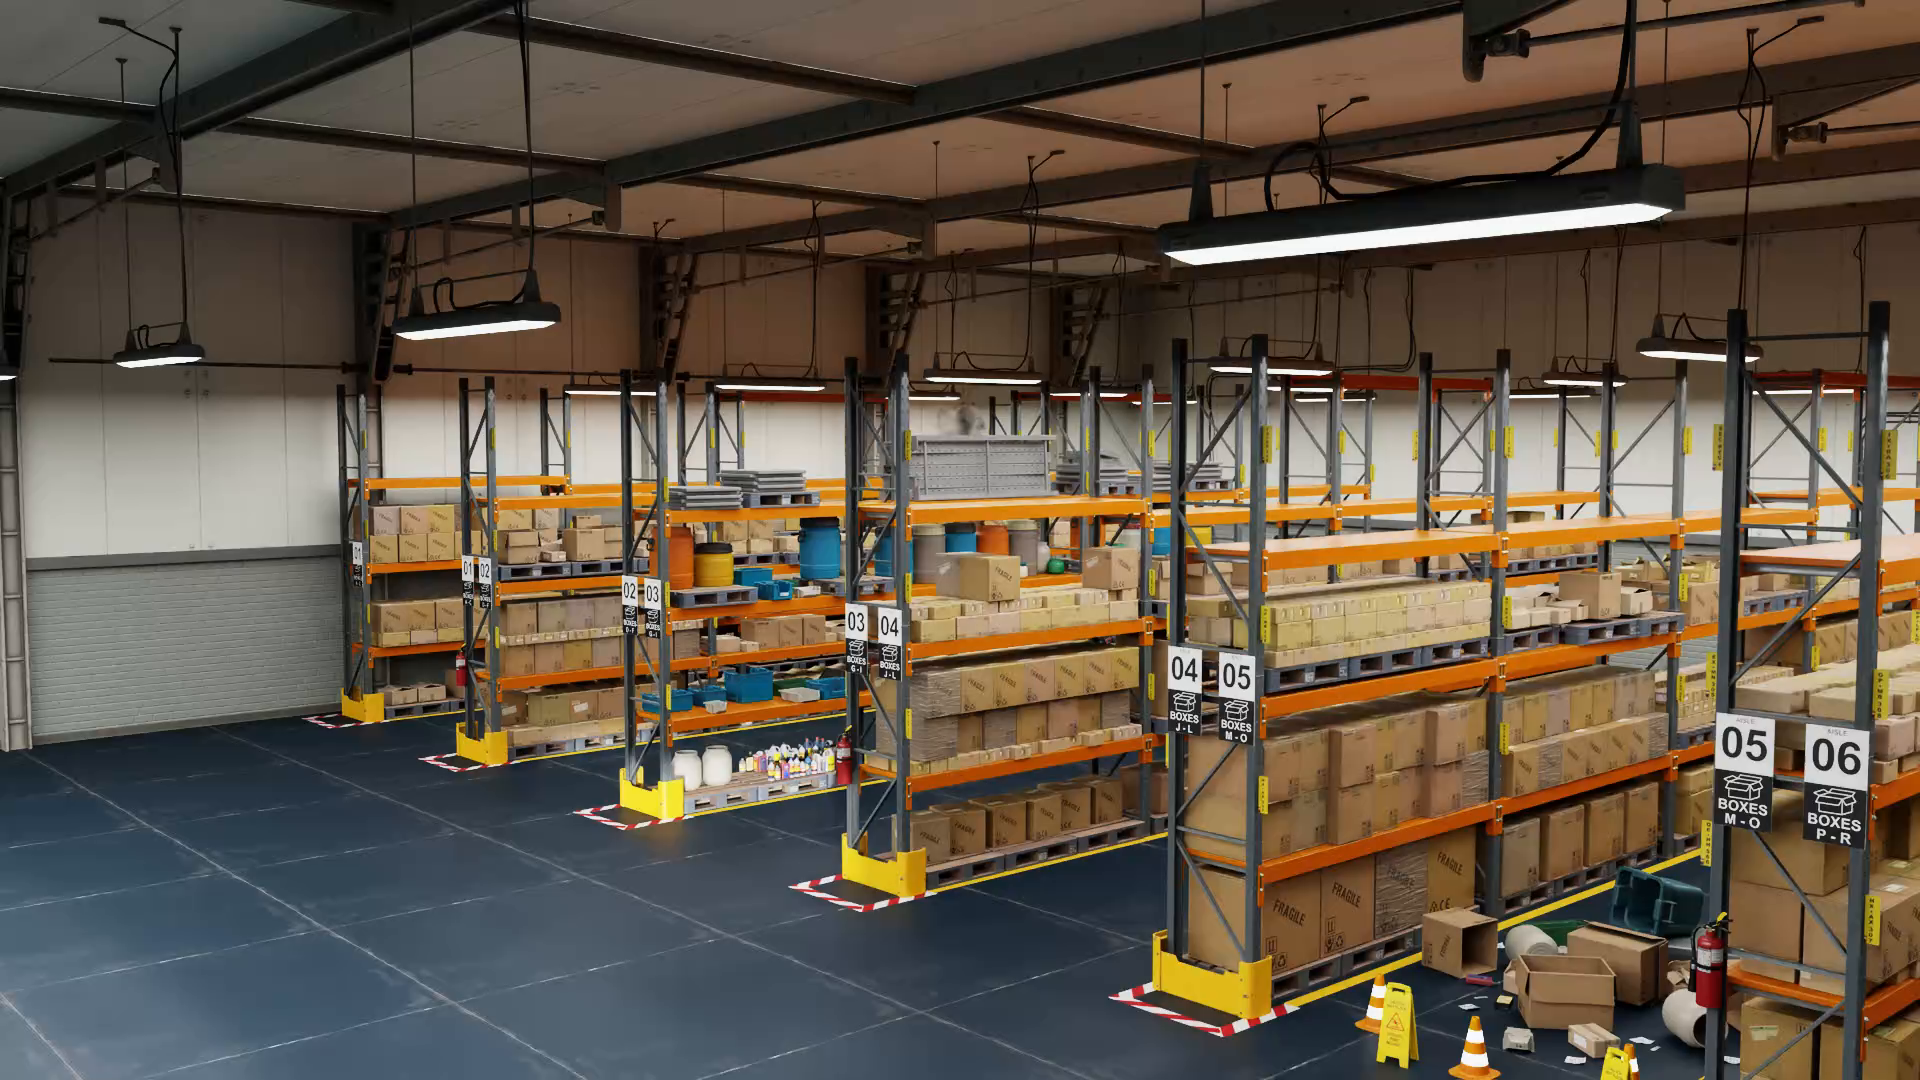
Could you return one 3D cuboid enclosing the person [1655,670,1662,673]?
[{"bbox_3d":[10.347,2.736,24.560,0.717,1.673,0.643,-4,5,-44],"label":"person"}]
